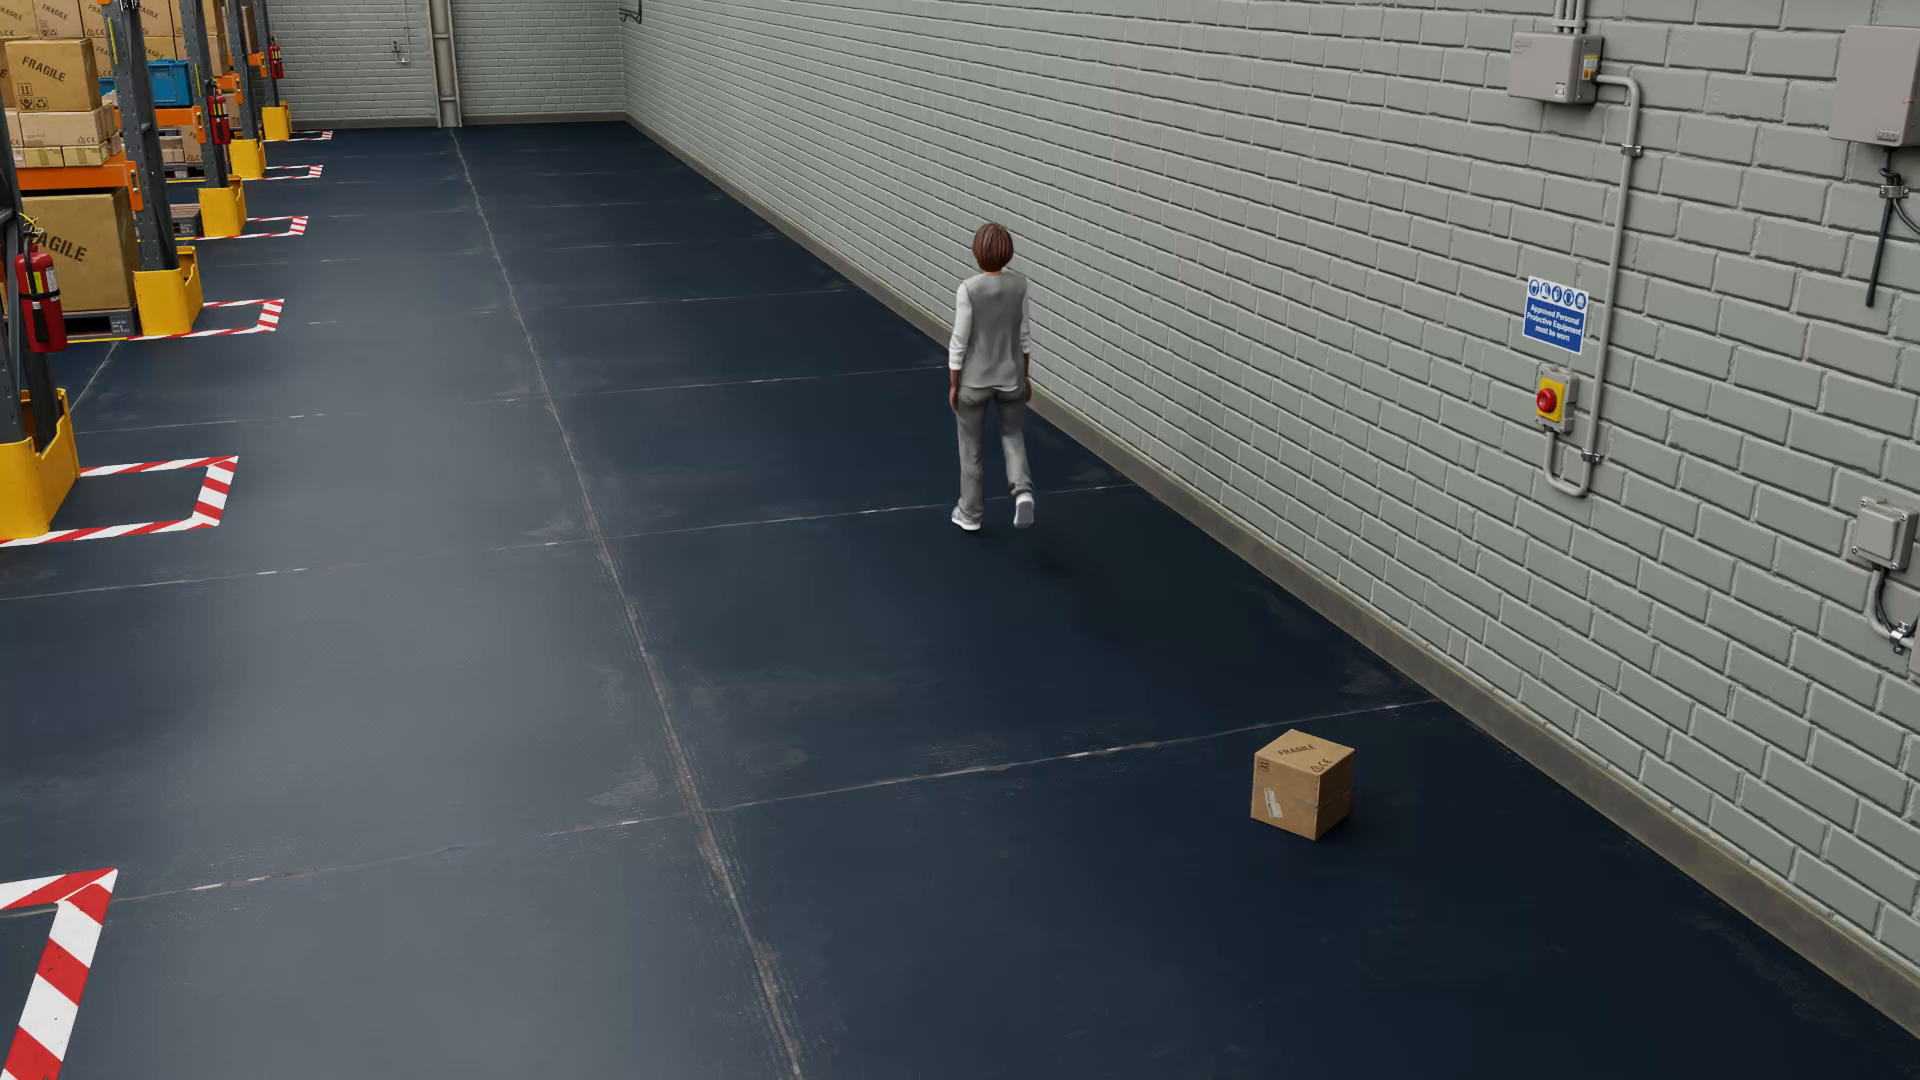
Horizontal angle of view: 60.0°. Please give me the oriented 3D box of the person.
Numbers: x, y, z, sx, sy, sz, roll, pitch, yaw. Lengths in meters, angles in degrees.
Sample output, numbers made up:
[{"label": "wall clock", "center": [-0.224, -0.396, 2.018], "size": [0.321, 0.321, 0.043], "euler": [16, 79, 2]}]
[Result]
[{"label": "person", "center": [0.146, -0.778, 8.214], "size": [0.447, 1.589, 0.629], "euler": [-6, 20, -16]}]
